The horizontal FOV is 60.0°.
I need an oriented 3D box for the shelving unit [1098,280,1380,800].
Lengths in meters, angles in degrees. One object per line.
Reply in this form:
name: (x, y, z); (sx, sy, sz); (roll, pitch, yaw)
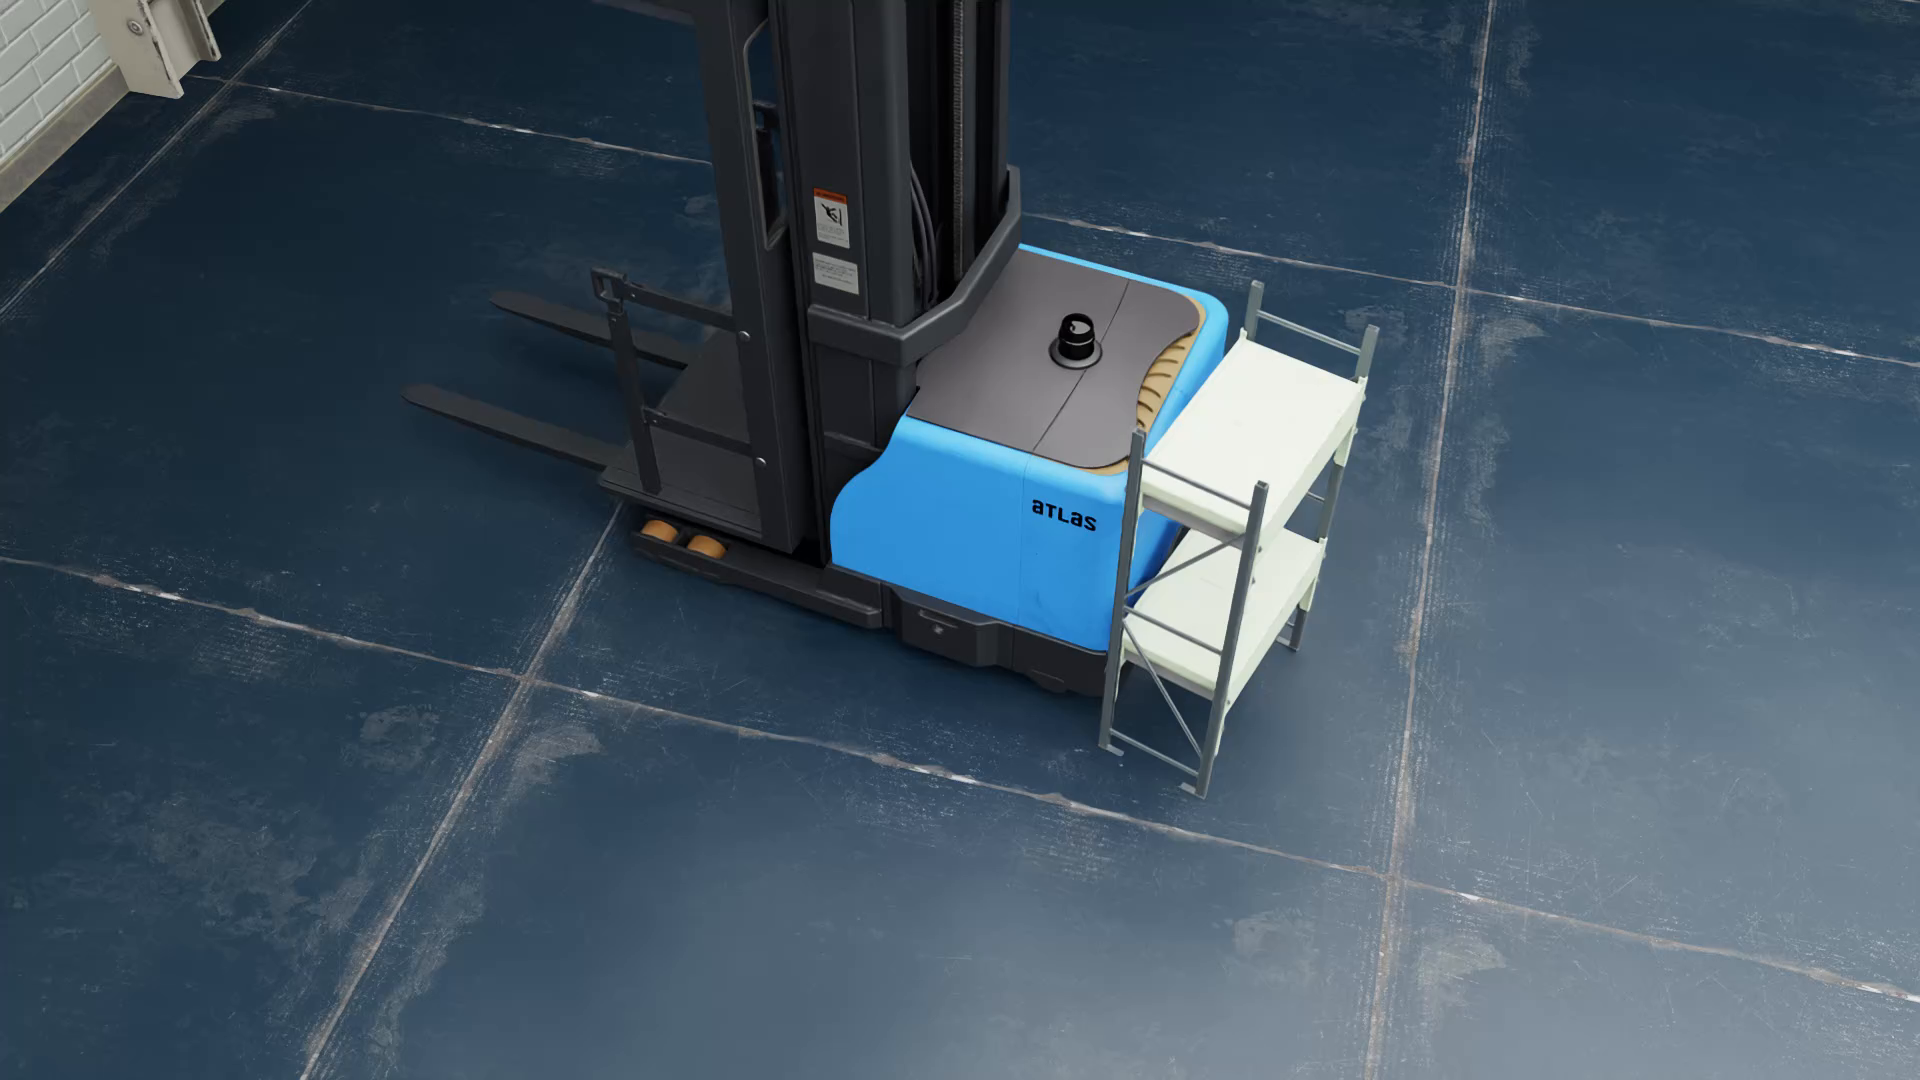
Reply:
shelving unit: (0.838, 0.044, 5.211); (0.431, 1.500, 0.755); (26, 53, 21)

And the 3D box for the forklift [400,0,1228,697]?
forklift: (-0.656, -1.170, 5.328); (3.031, 2.935, 1.130); (18, 51, 15)

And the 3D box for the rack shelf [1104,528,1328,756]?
rack shelf: (0.838, 0.260, 5.455); (0.431, 0.370, 0.720); (26, 53, 21)

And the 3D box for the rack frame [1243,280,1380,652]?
rack frame: (1.035, -0.187, 5.415); (0.400, 1.500, 0.023); (26, 53, 21)

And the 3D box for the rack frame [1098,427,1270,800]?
rack frame: (0.642, 0.276, 5.006); (0.400, 1.500, 0.023); (26, 53, 21)

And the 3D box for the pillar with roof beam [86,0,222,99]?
pillar with roof beam: (0.221, -4.466, 4.190); (9.100, 9.000, 0.400); (12, 50, 10)

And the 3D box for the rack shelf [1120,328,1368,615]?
rack shelf: (0.838, -0.214, 4.918); (0.431, 0.370, 0.720); (26, 53, 21)
